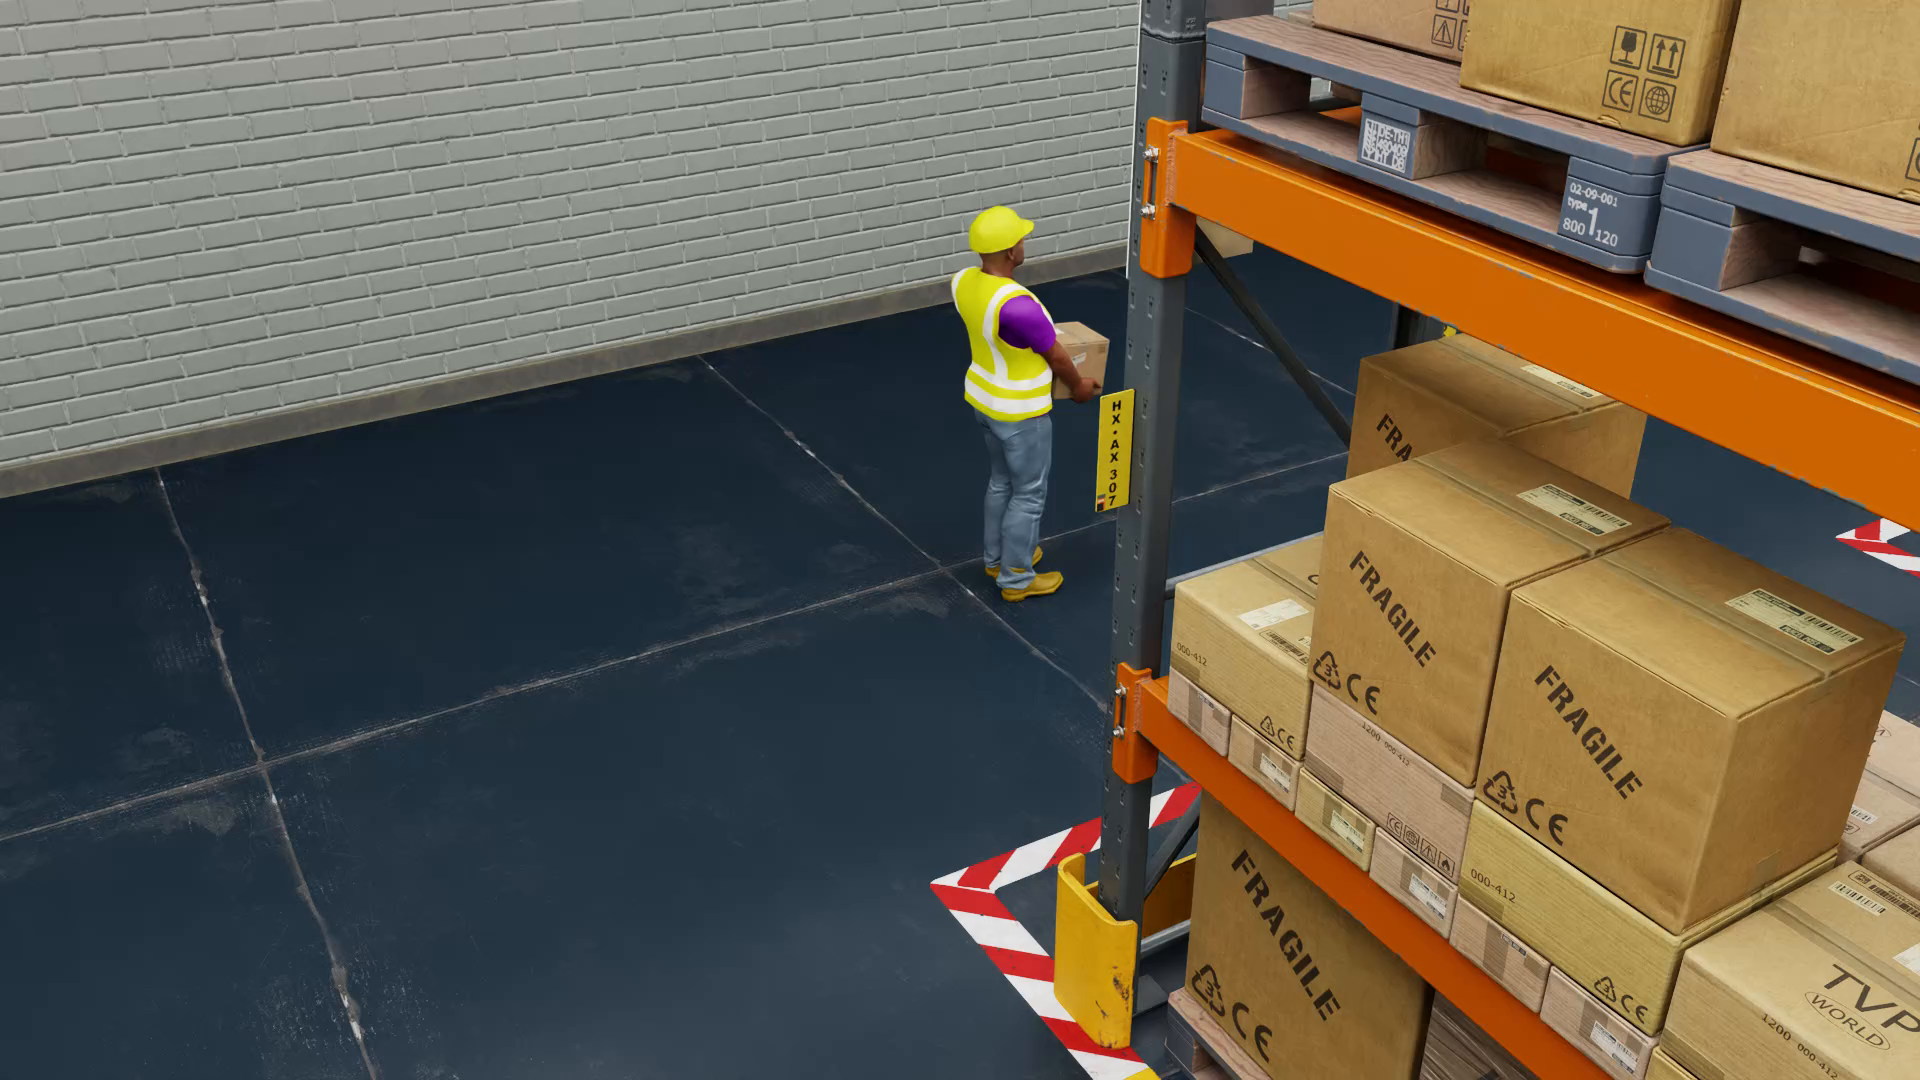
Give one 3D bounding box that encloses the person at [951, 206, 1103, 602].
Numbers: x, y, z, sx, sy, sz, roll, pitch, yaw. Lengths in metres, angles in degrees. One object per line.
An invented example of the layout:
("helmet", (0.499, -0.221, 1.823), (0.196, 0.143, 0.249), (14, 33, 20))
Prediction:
("person", (0.291, -0.608, 7.211), (0.577, 1.760, 0.503), (-15, 32, -26))
